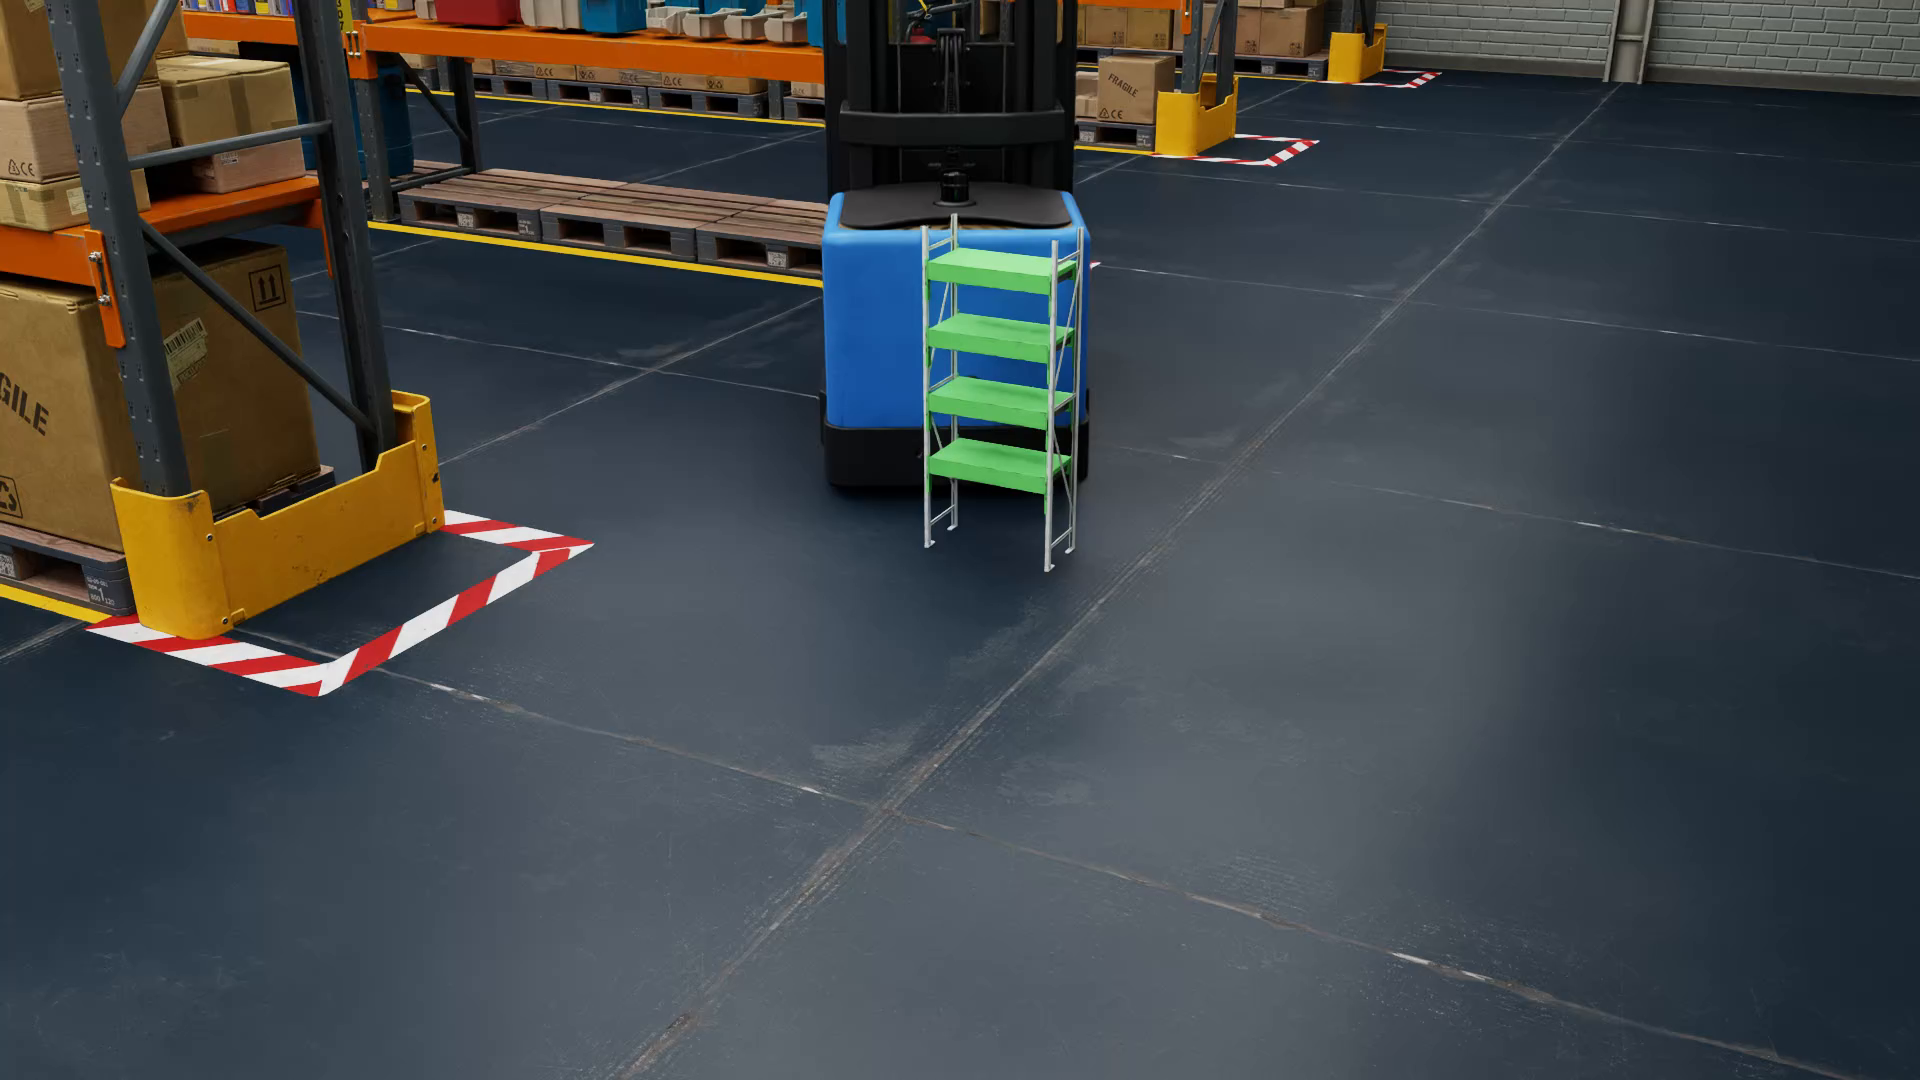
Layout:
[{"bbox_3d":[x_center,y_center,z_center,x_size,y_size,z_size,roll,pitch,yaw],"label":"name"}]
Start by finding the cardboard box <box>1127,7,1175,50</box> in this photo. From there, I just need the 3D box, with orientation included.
[{"bbox_3d":[2.267,-5.870,18.877,0.500,0.500,0.700,12,26,26],"label":"cardboard box"}]

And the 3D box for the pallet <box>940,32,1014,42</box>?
[{"bbox_3d":[0.019,-6.002,20.095,1.213,0.211,1.003,11,25,25],"label":"pallet"}]

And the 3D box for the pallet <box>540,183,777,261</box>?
[{"bbox_3d":[-1.962,-2.101,10.921,1.213,0.211,1.003,11,25,25],"label":"pallet"}]

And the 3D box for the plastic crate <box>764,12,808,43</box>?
[{"bbox_3d":[-0.968,-2.996,9.723,0.243,0.136,0.396,11,25,25],"label":"plastic crate"}]

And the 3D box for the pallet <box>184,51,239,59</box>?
[{"bbox_3d":[-7.954,-5.458,18.814,1.213,0.211,1.003,11,25,25],"label":"pallet"}]

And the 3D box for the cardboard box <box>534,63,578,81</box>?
[{"bbox_3d":[-3.868,-4.842,16.436,0.500,0.500,0.500,11,25,24],"label":"cardboard box"}]

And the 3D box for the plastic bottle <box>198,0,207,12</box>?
[{"bbox_3d":[-5.238,-3.769,11.534,0.097,0.201,0.097,0,23,0],"label":"plastic bottle"}]

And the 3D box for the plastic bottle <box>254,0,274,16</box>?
[{"bbox_3d":[-4.696,-3.741,11.277,0.185,0.351,0.144,11,25,25],"label":"plastic bottle"}]

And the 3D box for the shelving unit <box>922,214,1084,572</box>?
[{"bbox_3d":[0.148,-0.523,5.946,0.503,1.200,0.258,11,25,25],"label":"shelving unit"}]

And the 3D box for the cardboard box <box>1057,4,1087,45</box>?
[{"bbox_3d":[1.363,-6.051,19.303,0.500,0.500,0.700,12,26,25],"label":"cardboard box"}]

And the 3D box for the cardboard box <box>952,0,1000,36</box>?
[{"bbox_3d":[0.103,-6.449,19.792,0.750,0.750,0.750,12,26,25],"label":"cardboard box"}]

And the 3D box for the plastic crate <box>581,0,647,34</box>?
[{"bbox_3d":[-2.107,-3.233,10.157,0.300,0.233,0.416,11,25,25],"label":"plastic crate"}]

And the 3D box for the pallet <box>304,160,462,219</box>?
[{"bbox_3d":[-4.398,-2.583,12.055,1.213,0.211,1.003,11,25,25],"label":"pallet"}]

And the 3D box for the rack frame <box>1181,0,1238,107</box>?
[{"bbox_3d":[2.080,-4.739,13.560,0.127,3.000,1.000,11,25,25],"label":"rack frame"}]

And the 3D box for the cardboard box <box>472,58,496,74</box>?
[{"bbox_3d":[-4.783,-5.023,16.861,0.500,0.500,0.500,12,26,27],"label":"cardboard box"}]

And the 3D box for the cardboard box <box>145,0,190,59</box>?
[{"bbox_3d":[-3.146,-1.960,5.879,0.500,0.500,0.500,11,25,23],"label":"cardboard box"}]

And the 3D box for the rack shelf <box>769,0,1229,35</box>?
[{"bbox_3d":[0.295,-4.761,14.531,4.000,0.370,1.077,11,25,25],"label":"rack shelf"}]

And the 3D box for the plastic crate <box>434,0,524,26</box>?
[{"bbox_3d":[-3.045,-3.528,10.553,0.583,0.464,0.402,11,25,25],"label":"plastic crate"}]

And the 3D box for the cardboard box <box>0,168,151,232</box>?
[{"bbox_3d":[-2.860,-1.112,5.353,0.250,0.149,0.380,12,26,26],"label":"cardboard box"}]

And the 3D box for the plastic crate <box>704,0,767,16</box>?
[{"bbox_3d":[-1.406,-3.351,10.434,0.300,0.233,0.416,11,25,25],"label":"plastic crate"}]

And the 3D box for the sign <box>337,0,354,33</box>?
[{"bbox_3d":[-2.138,-1.907,5.694,0.005,0.325,0.100,11,25,25],"label":"sign"}]

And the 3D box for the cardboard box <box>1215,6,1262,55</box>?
[{"bbox_3d":[3.195,-5.689,18.453,0.500,0.500,0.700,11,25,24],"label":"cardboard box"}]

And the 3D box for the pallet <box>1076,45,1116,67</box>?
[{"bbox_3d":[1.385,-5.731,19.456,1.213,0.211,1.003,11,25,25],"label":"pallet"}]

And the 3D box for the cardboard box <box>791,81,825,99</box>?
[{"bbox_3d":[-1.213,-4.260,15.309,0.500,0.311,0.500,11,25,25],"label":"cardboard box"}]

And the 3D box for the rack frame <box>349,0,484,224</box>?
[{"bbox_3d":[-3.728,-3.716,11.154,0.127,3.000,1.000,11,25,25],"label":"rack frame"}]

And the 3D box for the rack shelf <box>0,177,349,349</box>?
[{"bbox_3d":[-4.178,-1.302,6.397,4.000,0.370,1.077,11,25,25],"label":"rack shelf"}]

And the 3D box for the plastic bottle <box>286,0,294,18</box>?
[{"bbox_3d":[-4.453,-3.644,11.134,0.133,0.283,0.061,11,25,25],"label":"plastic bottle"}]

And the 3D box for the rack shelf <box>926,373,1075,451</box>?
[{"bbox_3d":[0.148,-0.464,5.971,0.480,0.148,0.258,11,25,25],"label":"rack shelf"}]

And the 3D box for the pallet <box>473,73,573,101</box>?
[{"bbox_3d":[-4.411,-4.723,17.086,1.213,0.211,1.003,11,25,25],"label":"pallet"}]

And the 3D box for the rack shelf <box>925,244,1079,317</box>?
[{"bbox_3d":[0.148,-0.906,5.784,0.480,0.148,0.258,11,25,25],"label":"rack shelf"}]

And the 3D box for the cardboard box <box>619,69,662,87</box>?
[{"bbox_3d":[-2.945,-4.663,16.014,0.500,0.500,0.500,12,26,25],"label":"cardboard box"}]

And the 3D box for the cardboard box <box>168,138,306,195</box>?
[{"bbox_3d":[-2.561,-1.342,5.894,0.250,0.149,0.380,12,26,25],"label":"cardboard box"}]

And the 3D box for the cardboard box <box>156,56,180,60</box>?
[{"bbox_3d":[-3.167,-1.616,6.029,0.500,0.250,0.500,11,25,24],"label":"cardboard box"}]

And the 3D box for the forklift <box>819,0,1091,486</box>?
[{"bbox_3d":[-0.050,-2.091,7.422,1.130,2.935,3.031,-1,23,-1],"label":"forklift"}]

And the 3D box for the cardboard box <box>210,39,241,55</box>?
[{"bbox_3d":[-7.926,-5.537,18.414,0.500,0.250,0.500,12,26,26],"label":"cardboard box"}]

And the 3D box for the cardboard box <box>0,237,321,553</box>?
[{"bbox_3d":[-3.001,-0.580,5.960,0.875,0.875,0.875,11,25,25],"label":"cardboard box"}]

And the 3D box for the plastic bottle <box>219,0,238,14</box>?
[{"bbox_3d":[-5.002,-3.769,11.438,0.135,0.276,0.152,11,25,25],"label":"plastic bottle"}]

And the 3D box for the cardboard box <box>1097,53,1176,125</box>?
[{"bbox_3d":[1.483,-3.801,13.986,0.500,0.500,0.500,11,25,25],"label":"cardboard box"}]

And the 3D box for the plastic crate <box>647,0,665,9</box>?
[{"bbox_3d":[-2.039,-3.419,10.718,0.466,0.136,0.293,11,25,25],"label":"plastic crate"}]

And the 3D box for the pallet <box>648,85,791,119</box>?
[{"bbox_3d":[-2.233,-4.292,16.073,1.213,0.211,1.003,11,25,25],"label":"pallet"}]

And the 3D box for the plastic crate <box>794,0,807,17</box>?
[{"bbox_3d":[-0.818,-3.235,10.161,0.300,0.233,0.416,11,25,25],"label":"plastic crate"}]

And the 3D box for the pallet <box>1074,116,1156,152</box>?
[{"bbox_3d":[1.300,-3.609,14.467,1.213,0.211,1.003,11,25,25],"label":"pallet"}]

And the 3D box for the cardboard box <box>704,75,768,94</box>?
[{"bbox_3d":[-2.060,-4.484,15.593,0.500,0.500,0.500,11,25,24],"label":"cardboard box"}]

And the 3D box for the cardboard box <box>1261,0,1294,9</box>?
[{"bbox_3d":[3.445,-5.859,18.022,0.250,0.149,0.380,11,25,24],"label":"cardboard box"}]

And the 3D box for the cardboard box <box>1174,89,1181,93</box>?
[{"bbox_3d":[1.861,-3.823,14.488,0.250,0.149,0.380,11,25,25],"label":"cardboard box"}]

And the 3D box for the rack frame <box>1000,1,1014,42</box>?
[{"bbox_3d":[0.742,-7.176,19.290,0.127,3.000,1.000,11,25,25],"label":"rack frame"}]

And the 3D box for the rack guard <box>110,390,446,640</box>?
[{"bbox_3d":[-2.372,-0.125,5.905,0.348,0.500,1.175,11,25,25],"label":"rack guard"}]

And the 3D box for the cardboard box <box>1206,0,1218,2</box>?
[{"bbox_3d":[2.940,-6.126,18.650,0.250,0.149,0.380,12,26,25],"label":"cardboard box"}]

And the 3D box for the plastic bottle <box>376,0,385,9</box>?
[{"bbox_3d":[-4.093,-3.876,11.784,0.097,0.201,0.097,0,23,0],"label":"plastic bottle"}]

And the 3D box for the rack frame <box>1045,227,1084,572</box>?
[{"bbox_3d":[0.365,-0.480,5.845,0.015,1.200,0.240,11,25,25],"label":"rack frame"}]

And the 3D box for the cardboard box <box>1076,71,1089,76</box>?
[{"bbox_3d":[0.830,-4.047,14.886,0.500,0.250,0.500,11,25,25],"label":"cardboard box"}]

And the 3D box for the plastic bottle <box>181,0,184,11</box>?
[{"bbox_3d":[-5.445,-3.810,11.630,0.097,0.201,0.097,0,23,0],"label":"plastic bottle"}]

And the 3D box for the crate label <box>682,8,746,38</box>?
[{"bbox_3d":[-1.480,-3.093,9.951,0.243,0.136,0.396,11,25,25],"label":"crate label"}]

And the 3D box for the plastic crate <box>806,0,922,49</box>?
[{"bbox_3d":[-0.542,-3.047,9.461,0.499,0.435,0.616,11,25,25],"label":"plastic crate"}]

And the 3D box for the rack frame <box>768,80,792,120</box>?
[{"bbox_3d":[-1.490,-5.445,15.221,0.127,3.000,1.000,11,25,25],"label":"rack frame"}]

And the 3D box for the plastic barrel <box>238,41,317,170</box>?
[{"bbox_3d":[-4.838,-3.170,12.017,0.708,0.901,0.600,11,25,25],"label":"plastic barrel"}]

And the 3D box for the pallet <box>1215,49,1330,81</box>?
[{"bbox_3d":[3.562,-5.300,18.443,1.213,0.211,1.003,11,25,25],"label":"pallet"}]

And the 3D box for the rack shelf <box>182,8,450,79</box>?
[{"bbox_3d":[-5.513,-3.738,12.126,4.000,0.370,1.077,11,25,25],"label":"rack shelf"}]
